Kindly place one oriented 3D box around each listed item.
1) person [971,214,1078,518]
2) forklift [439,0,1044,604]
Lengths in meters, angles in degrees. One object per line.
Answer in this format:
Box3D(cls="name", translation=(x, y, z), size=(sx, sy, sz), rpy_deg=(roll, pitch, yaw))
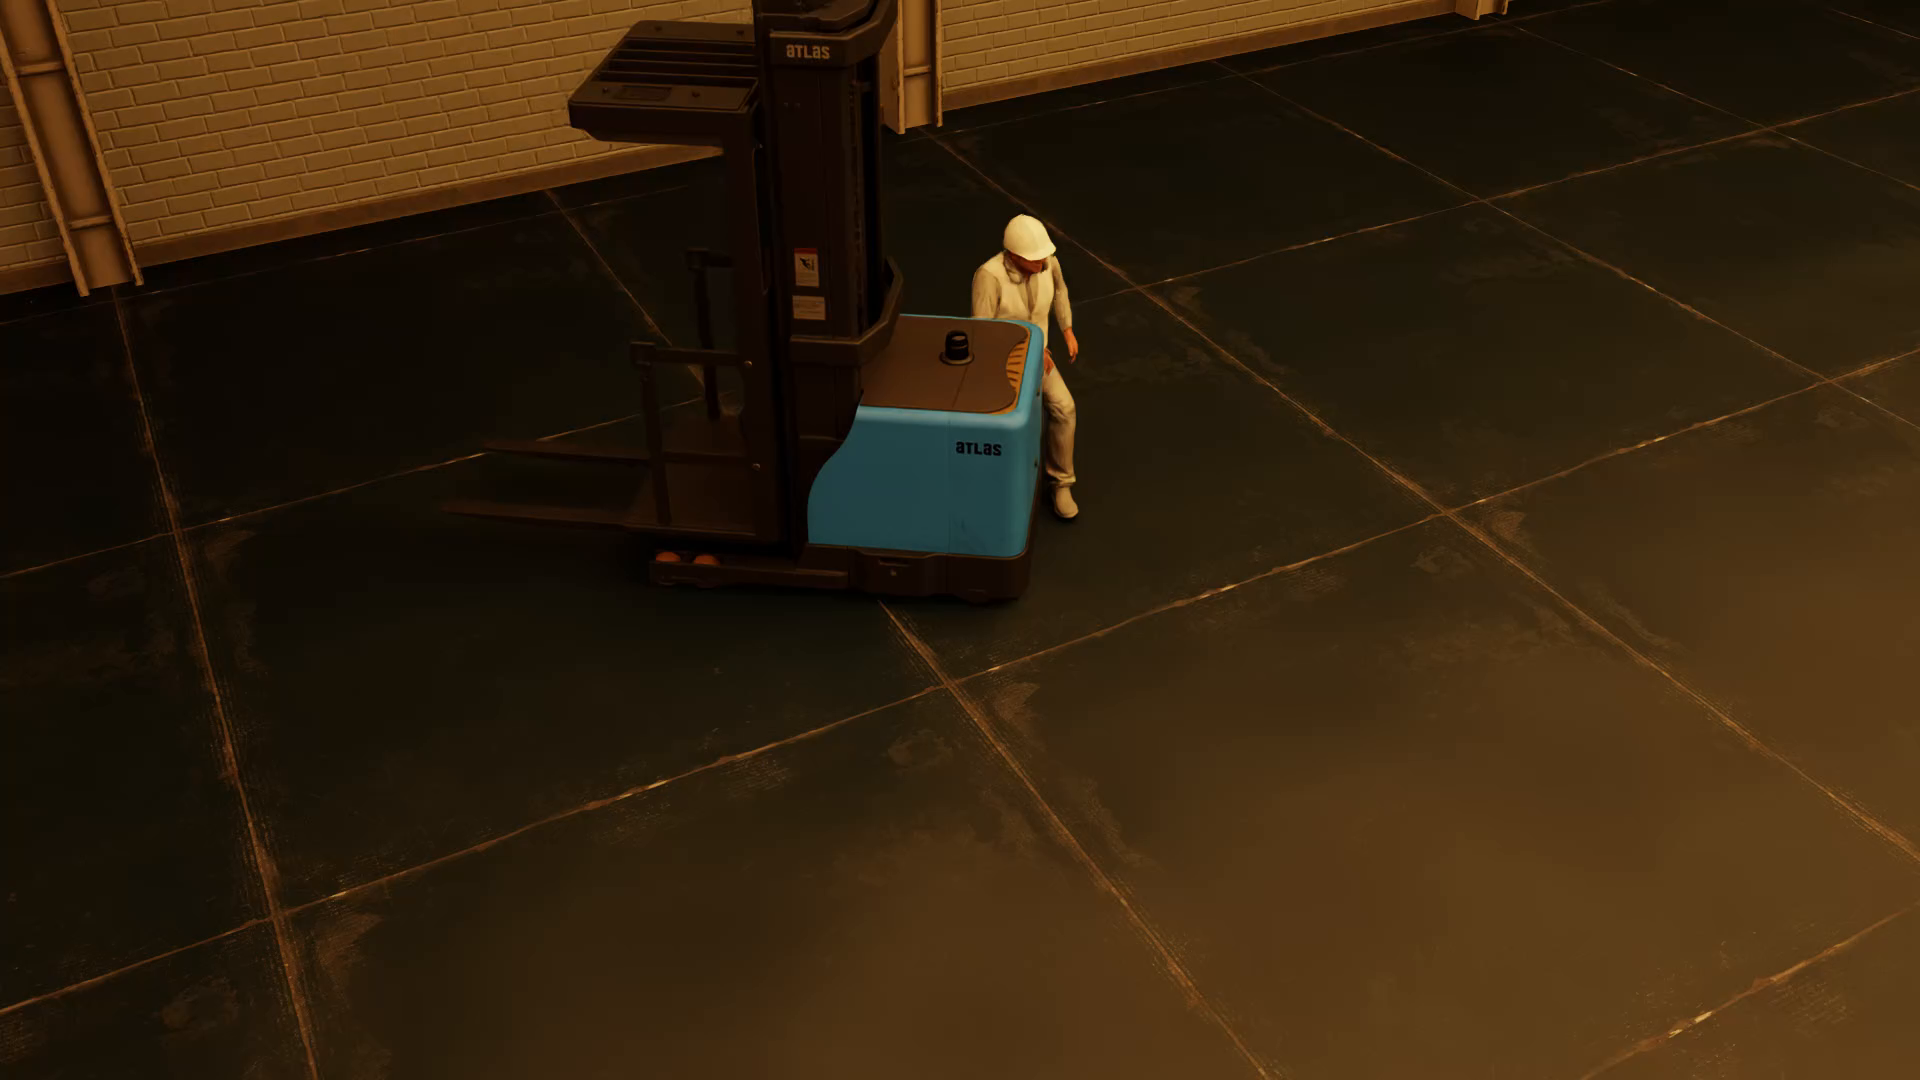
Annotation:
Box3D(cls="person", translation=(0.415, -0.956, 8.713), size=(0.787, 1.508, 0.921), rpy_deg=(-23, 41, -29))
Box3D(cls="forklift", translation=(-1.122, -1.253, 7.896), size=(3.031, 2.935, 1.130), rpy_deg=(4, 35, 6))
